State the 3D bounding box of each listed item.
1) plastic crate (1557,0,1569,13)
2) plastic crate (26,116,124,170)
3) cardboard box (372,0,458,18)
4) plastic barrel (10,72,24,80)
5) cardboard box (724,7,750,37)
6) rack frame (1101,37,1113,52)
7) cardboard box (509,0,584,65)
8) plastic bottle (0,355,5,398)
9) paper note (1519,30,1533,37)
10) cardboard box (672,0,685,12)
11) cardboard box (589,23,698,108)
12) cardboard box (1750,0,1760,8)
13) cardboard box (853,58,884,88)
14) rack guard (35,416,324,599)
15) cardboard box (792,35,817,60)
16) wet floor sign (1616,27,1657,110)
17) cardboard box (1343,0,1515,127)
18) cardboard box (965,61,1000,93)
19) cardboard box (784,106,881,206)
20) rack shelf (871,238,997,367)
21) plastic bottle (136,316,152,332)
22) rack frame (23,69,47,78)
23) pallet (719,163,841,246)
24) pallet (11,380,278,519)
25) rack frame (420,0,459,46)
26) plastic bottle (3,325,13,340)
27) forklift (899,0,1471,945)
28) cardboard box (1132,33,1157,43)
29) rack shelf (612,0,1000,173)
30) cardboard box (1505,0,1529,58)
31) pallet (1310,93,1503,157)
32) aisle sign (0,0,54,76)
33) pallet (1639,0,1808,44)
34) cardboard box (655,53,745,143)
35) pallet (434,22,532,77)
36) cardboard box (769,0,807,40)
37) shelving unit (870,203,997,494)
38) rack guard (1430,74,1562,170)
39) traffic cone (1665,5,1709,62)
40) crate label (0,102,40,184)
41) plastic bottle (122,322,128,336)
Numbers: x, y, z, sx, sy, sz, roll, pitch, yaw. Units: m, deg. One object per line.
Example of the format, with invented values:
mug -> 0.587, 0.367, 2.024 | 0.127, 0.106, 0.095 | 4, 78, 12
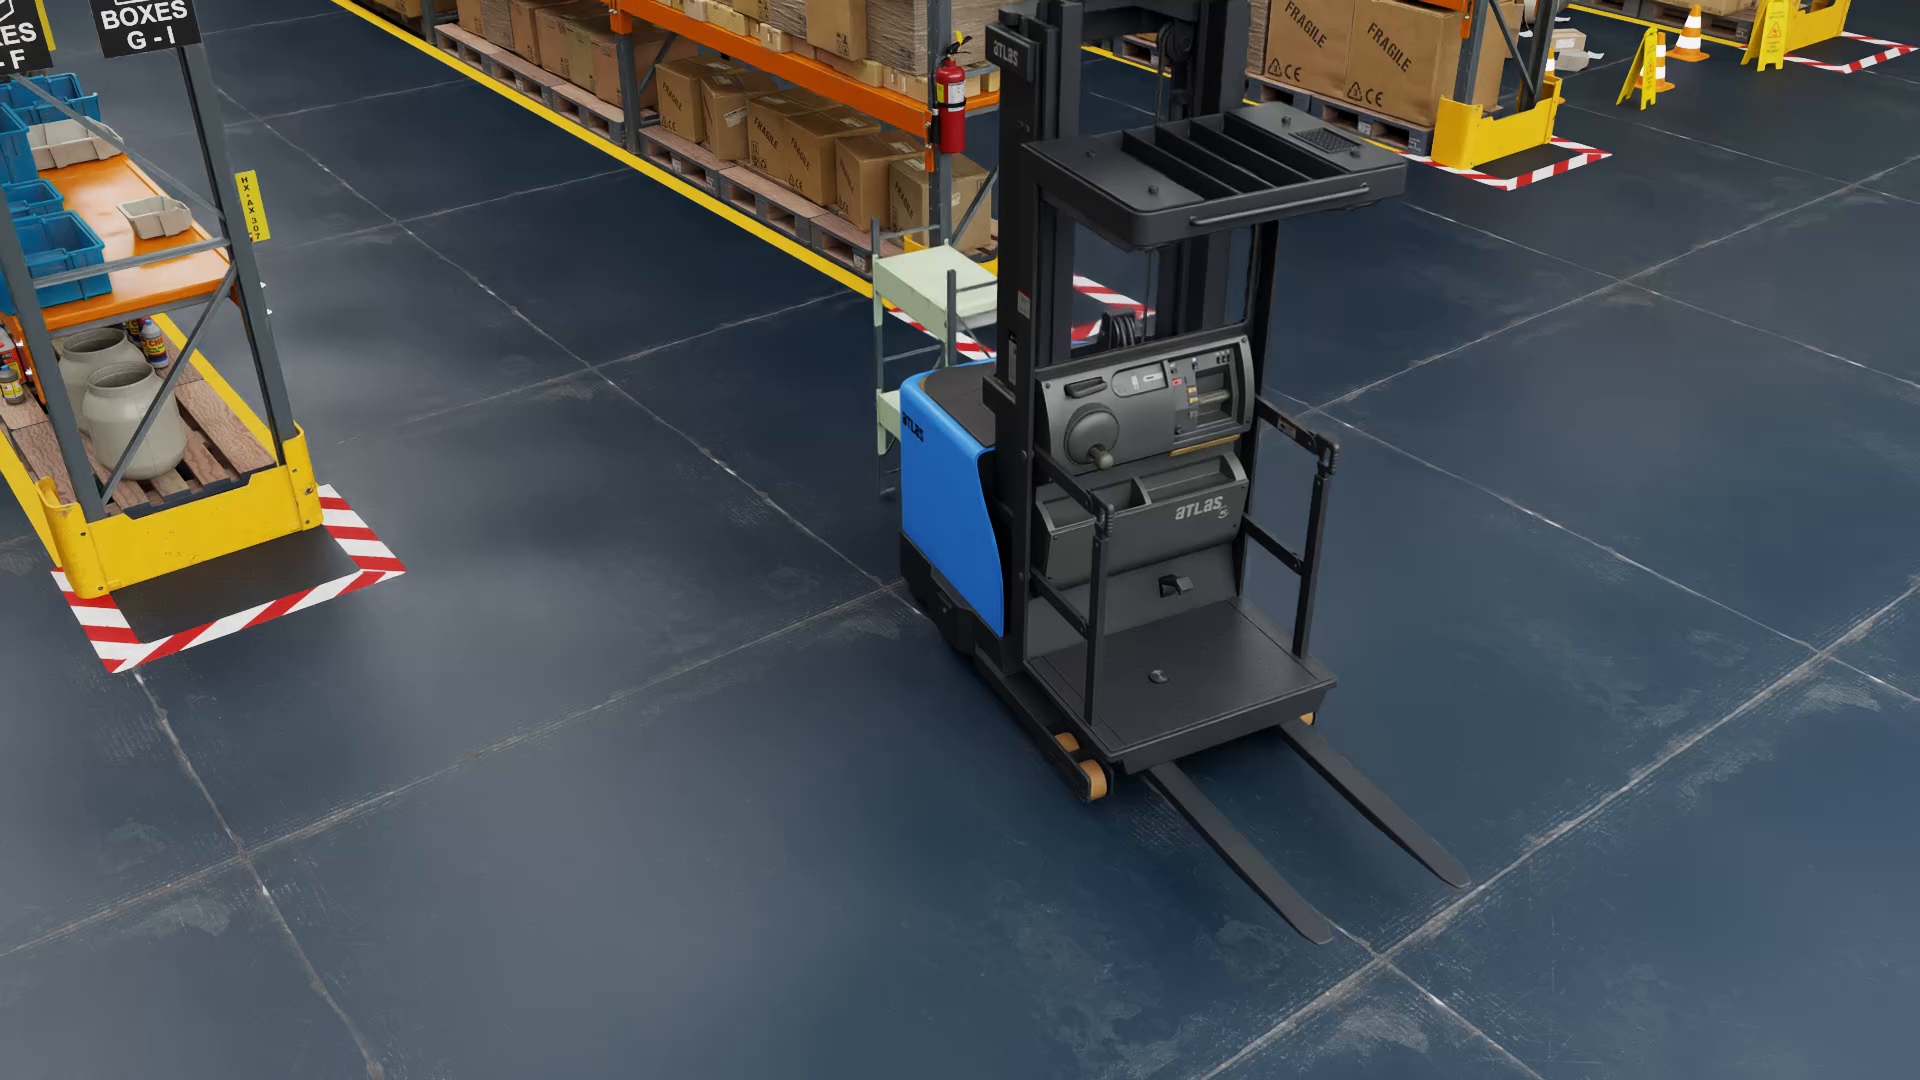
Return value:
plastic crate -> 5.929, -5.543, 17.099 | 0.583, 0.080, 0.402 | 18, 36, 27
plastic crate -> -4.930, -2.187, 9.178 | 0.530, 0.136, 0.437 | -22, 38, -31
cardboard box -> -5.073, -5.734, 16.254 | 1.225, 0.875, 0.875 | -24, 39, -33
plastic barrel -> -6.124, -3.366, 10.351 | 0.600, 0.901, 0.708 | -22, 38, -31
cardboard box -> -1.389, -3.582, 11.412 | 0.380, 0.149, 0.250 | -22, 38, -31
rack frame -> 1.766, -6.059, 15.163 | 1.000, 3.000, 0.127 | -22, 38, -31
cardboard box -> -3.537, -4.555, 14.693 | 0.700, 0.500, 0.500 | -19, 37, -28
plastic bottle -> -5.232, -0.926, 9.056 | 0.061, 0.283, 0.133 | -21, 38, -30
paper note -> 5.513, -4.922, 16.157 | 0.148, 0.019, 0.142 | -10, 33, -15
cardboard box -> -1.841, -3.898, 11.921 | 0.380, 0.149, 0.250 | -22, 38, -31
cardboard box -> -2.573, -3.884, 13.613 | 0.700, 0.500, 0.500 | -26, 40, -35
cardboard box -> 7.791, -5.472, 16.425 | 0.500, 0.250, 0.500 | -23, 38, -32
cardboard box -> -0.446, -2.967, 10.422 | 0.380, 0.149, 0.250 | -22, 38, -31
rack guard -> -3.757, -0.182, 8.068 | 1.175, 0.500, 0.348 | -22, 38, -31
cardboard box -> -0.878, -3.290, 10.943 | 0.380, 0.149, 0.250 | -22, 38, -31
wet floor sign -> 5.801, -4.020, 14.112 | 0.232, 0.644, 0.267 | 26, 40, 35
cardboard box -> 3.751, -3.929, 13.349 | 0.875, 0.875, 0.875 | -22, 38, -31
cardboard box -> 0.253, -2.919, 10.344 | 0.380, 0.149, 0.250 | -22, 38, -31
cardboard box -> -0.893, -2.717, 11.752 | 0.500, 0.500, 0.500 | -19, 36, -27
rack shelf -> -0.062, -1.096, 7.853 | 0.431, 0.370, 0.720 | -17, 36, -25
plastic bottle -> -4.663, -1.217, 9.523 | 0.061, 0.283, 0.133 | -22, 38, -31
rack frame -> -6.126, -2.894, 10.067 | 1.000, 3.000, 0.127 | -22, 38, -31
pallet -> -1.022, -2.535, 12.131 | 1.003, 0.211, 1.213 | -22, 38, -31
pallet -> -4.251, -0.399, 8.693 | 1.003, 0.211, 1.213 | -22, 38, -31
rack frame -> -4.667, -6.164, 15.331 | 1.000, 3.000, 0.127 | -22, 38, -31
plastic bottle -> -5.400, -1.145, 9.487 | 0.097, 0.201, 0.097 | 0, 32, 0
forklift -> 0.829, -0.478, 6.242 | 1.130, 2.935, 3.031 | -15, 35, -23
cardboard box -> 2.097, -5.050, 15.154 | 0.875, 0.875, 0.875 | -22, 38, -31
rack shelf -> -0.987, -3.357, 11.494 | 1.077, 0.370, 4.000 | -22, 38, -31
cardboard box -> 4.990, -4.888, 15.643 | 0.637, 0.503, 0.797 | 6, 32, 10
pallet -> 3.667, -3.515, 13.710 | 1.003, 0.211, 1.213 | -22, 38, -31
aisle sign -> -3.864, -2.205, 6.494 | 0.394, 0.787, 0.004 | -22, 38, -31
pallet -> 7.550, -5.233, 16.475 | 1.003, 0.211, 1.213 | -22, 38, -31
cardboard box -> -2.000, -3.433, 12.906 | 0.500, 0.500, 0.500 | -24, 39, -33
pallet -> -4.189, -4.653, 15.541 | 1.003, 0.211, 1.213 | -22, 38, -31
cardboard box -> -0.750, -3.628, 10.872 | 0.875, 0.500, 0.500 | -22, 38, -31
shelving unit -> -0.062, -0.764, 8.059 | 0.431, 1.500, 0.755 | -17, 36, -25
rack guard -> 4.234, -3.320, 13.122 | 1.175, 0.500, 0.348 | -22, 38, -31
traffic cone -> 6.784, -4.720, 15.411 | 0.336, 0.463, 0.334 | -22, 38, -31
crate label -> -5.016, -1.922, 8.467 | 0.502, 0.435, 0.616 | -22, 38, -31
plastic bottle -> -4.871, -1.307, 9.747 | 0.097, 0.201, 0.097 | 0, 32, 0
